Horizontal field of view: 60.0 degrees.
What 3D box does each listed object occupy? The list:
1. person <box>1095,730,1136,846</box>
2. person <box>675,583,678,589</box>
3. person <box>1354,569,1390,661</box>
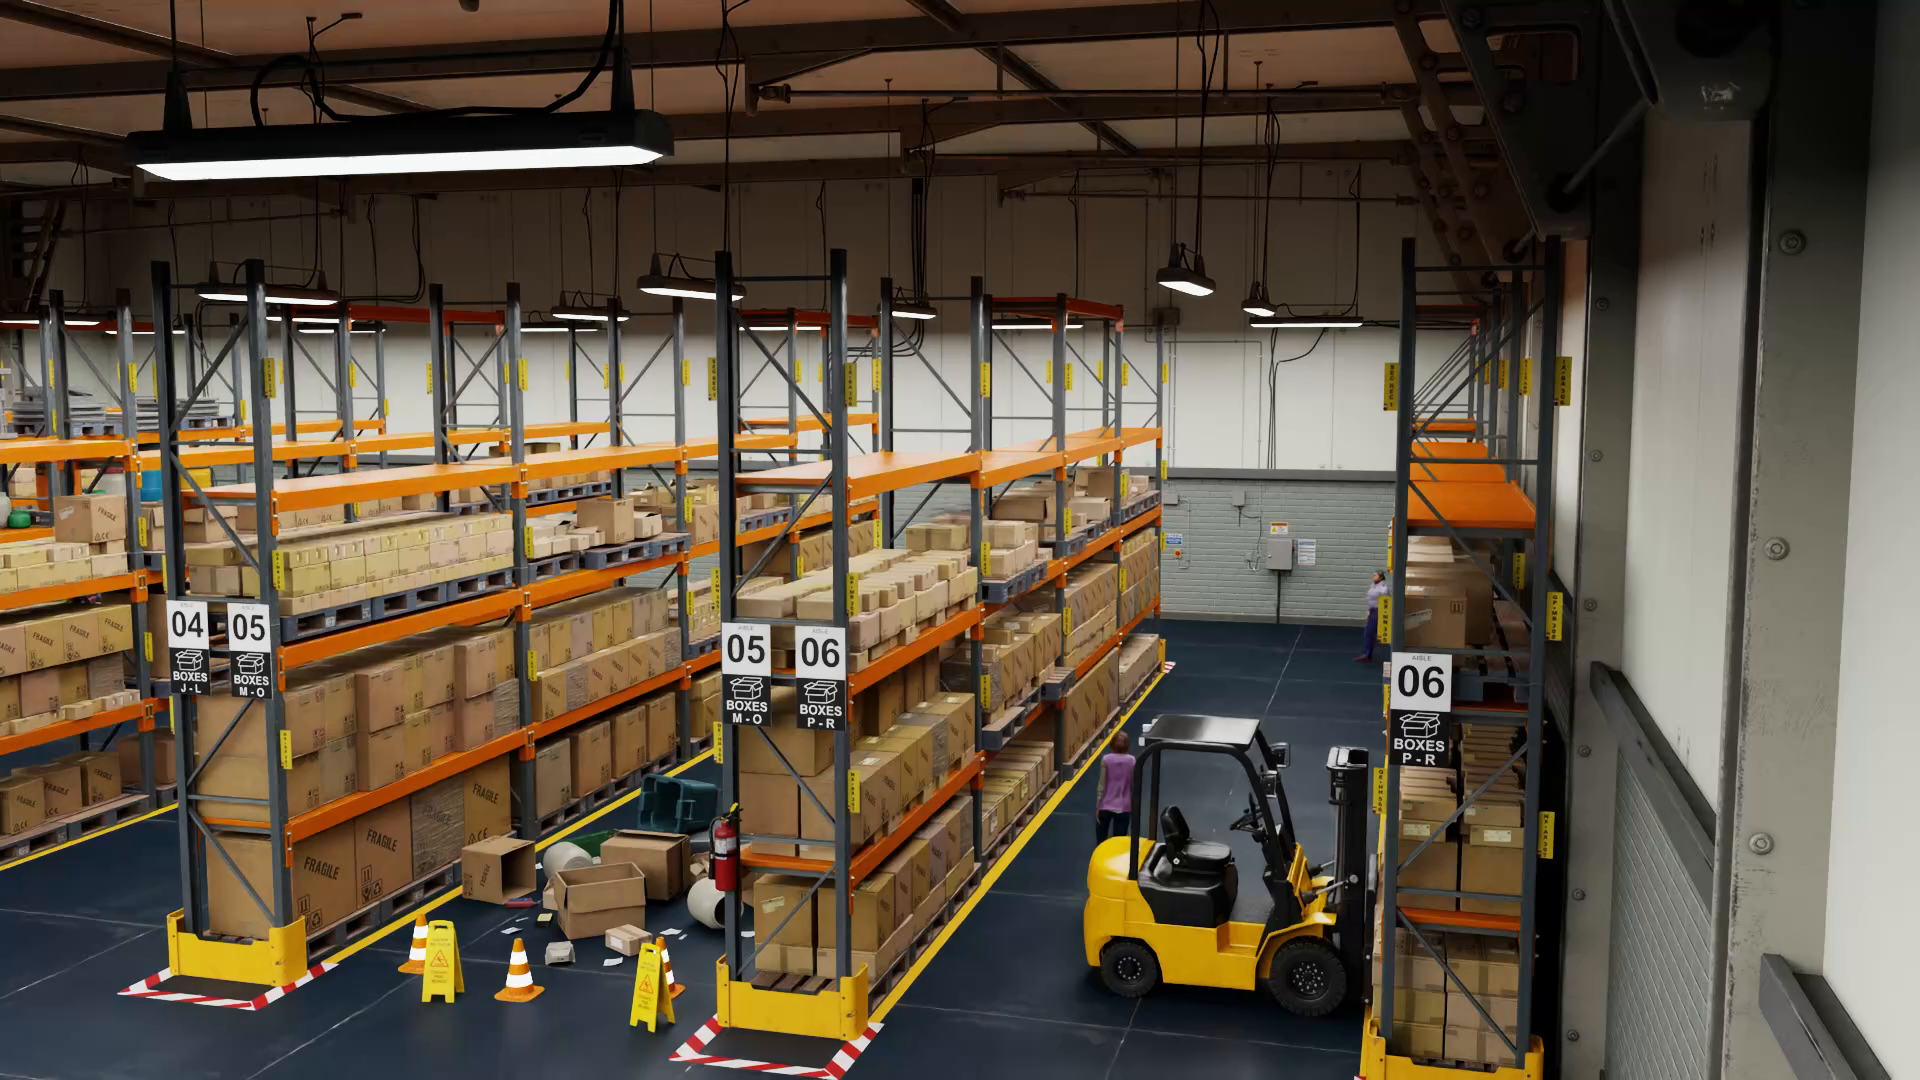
[{"bbox_3d":[1.528,2.649,16.239,0.430,1.603,0.447,1,6,10],"label":"person"},{"bbox_3d":[-4.438,1.482,26.973,0.651,1.686,0.628,3,7,24],"label":"person"},{"bbox_3d":[7.326,1.300,28.879,0.916,1.603,0.473,1,6,10],"label":"person"}]
